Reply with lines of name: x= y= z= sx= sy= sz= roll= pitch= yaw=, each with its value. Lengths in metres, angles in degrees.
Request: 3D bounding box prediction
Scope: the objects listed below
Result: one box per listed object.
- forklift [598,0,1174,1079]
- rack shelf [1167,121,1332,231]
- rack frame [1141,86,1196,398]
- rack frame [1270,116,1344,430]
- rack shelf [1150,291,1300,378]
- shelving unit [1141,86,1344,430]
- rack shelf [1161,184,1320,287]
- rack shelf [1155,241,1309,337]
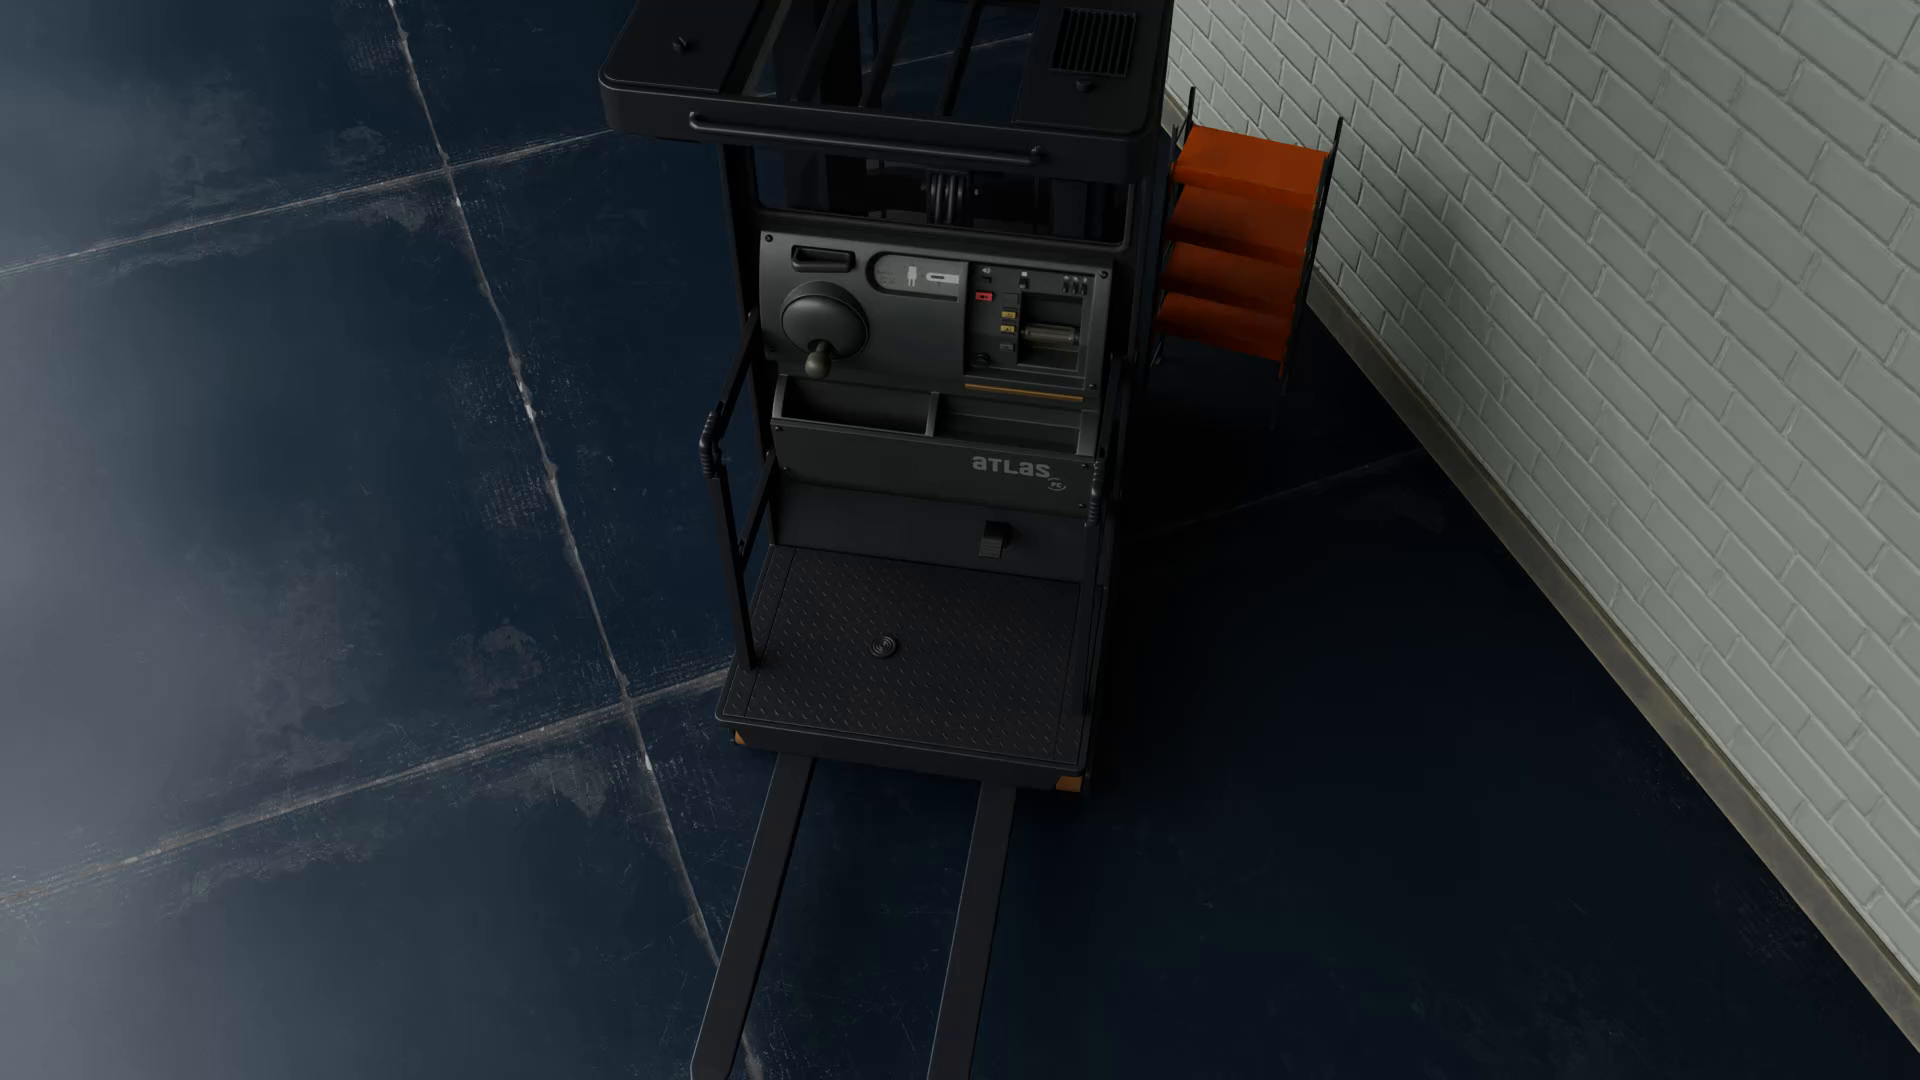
forklift: x=-0.103 y=-0.489 z=4.238 sx=1.130 sy=2.935 sz=3.031 roll=7 pitch=50 yaw=6
rack shelf: x=0.954 y=-1.201 z=5.472 sx=0.480 sy=0.148 sz=0.258 roll=15 pitch=51 yaw=13
rack frame: x=0.725 y=-1.008 z=5.825 sx=0.015 sy=1.200 sz=0.240 roll=15 pitch=51 yaw=13
rack frame: x=1.183 y=-0.881 z=5.716 sx=0.015 sy=1.200 sz=0.240 roll=15 pitch=51 yaw=13
rack shelf: x=0.954 y=-0.772 z=5.972 sx=0.480 sy=0.148 sz=0.258 roll=15 pitch=51 yaw=13
shelving unit: x=0.954 y=-0.945 z=5.770 sx=0.503 sy=1.200 sz=0.258 roll=15 pitch=51 yaw=13
rack shelf: x=0.954 y=-1.047 z=5.652 sx=0.480 sy=0.148 sz=0.258 roll=15 pitch=51 yaw=13
rack shelf: x=0.954 y=-0.901 z=5.821 sx=0.480 sy=0.148 sz=0.258 roll=15 pitch=51 yaw=13
